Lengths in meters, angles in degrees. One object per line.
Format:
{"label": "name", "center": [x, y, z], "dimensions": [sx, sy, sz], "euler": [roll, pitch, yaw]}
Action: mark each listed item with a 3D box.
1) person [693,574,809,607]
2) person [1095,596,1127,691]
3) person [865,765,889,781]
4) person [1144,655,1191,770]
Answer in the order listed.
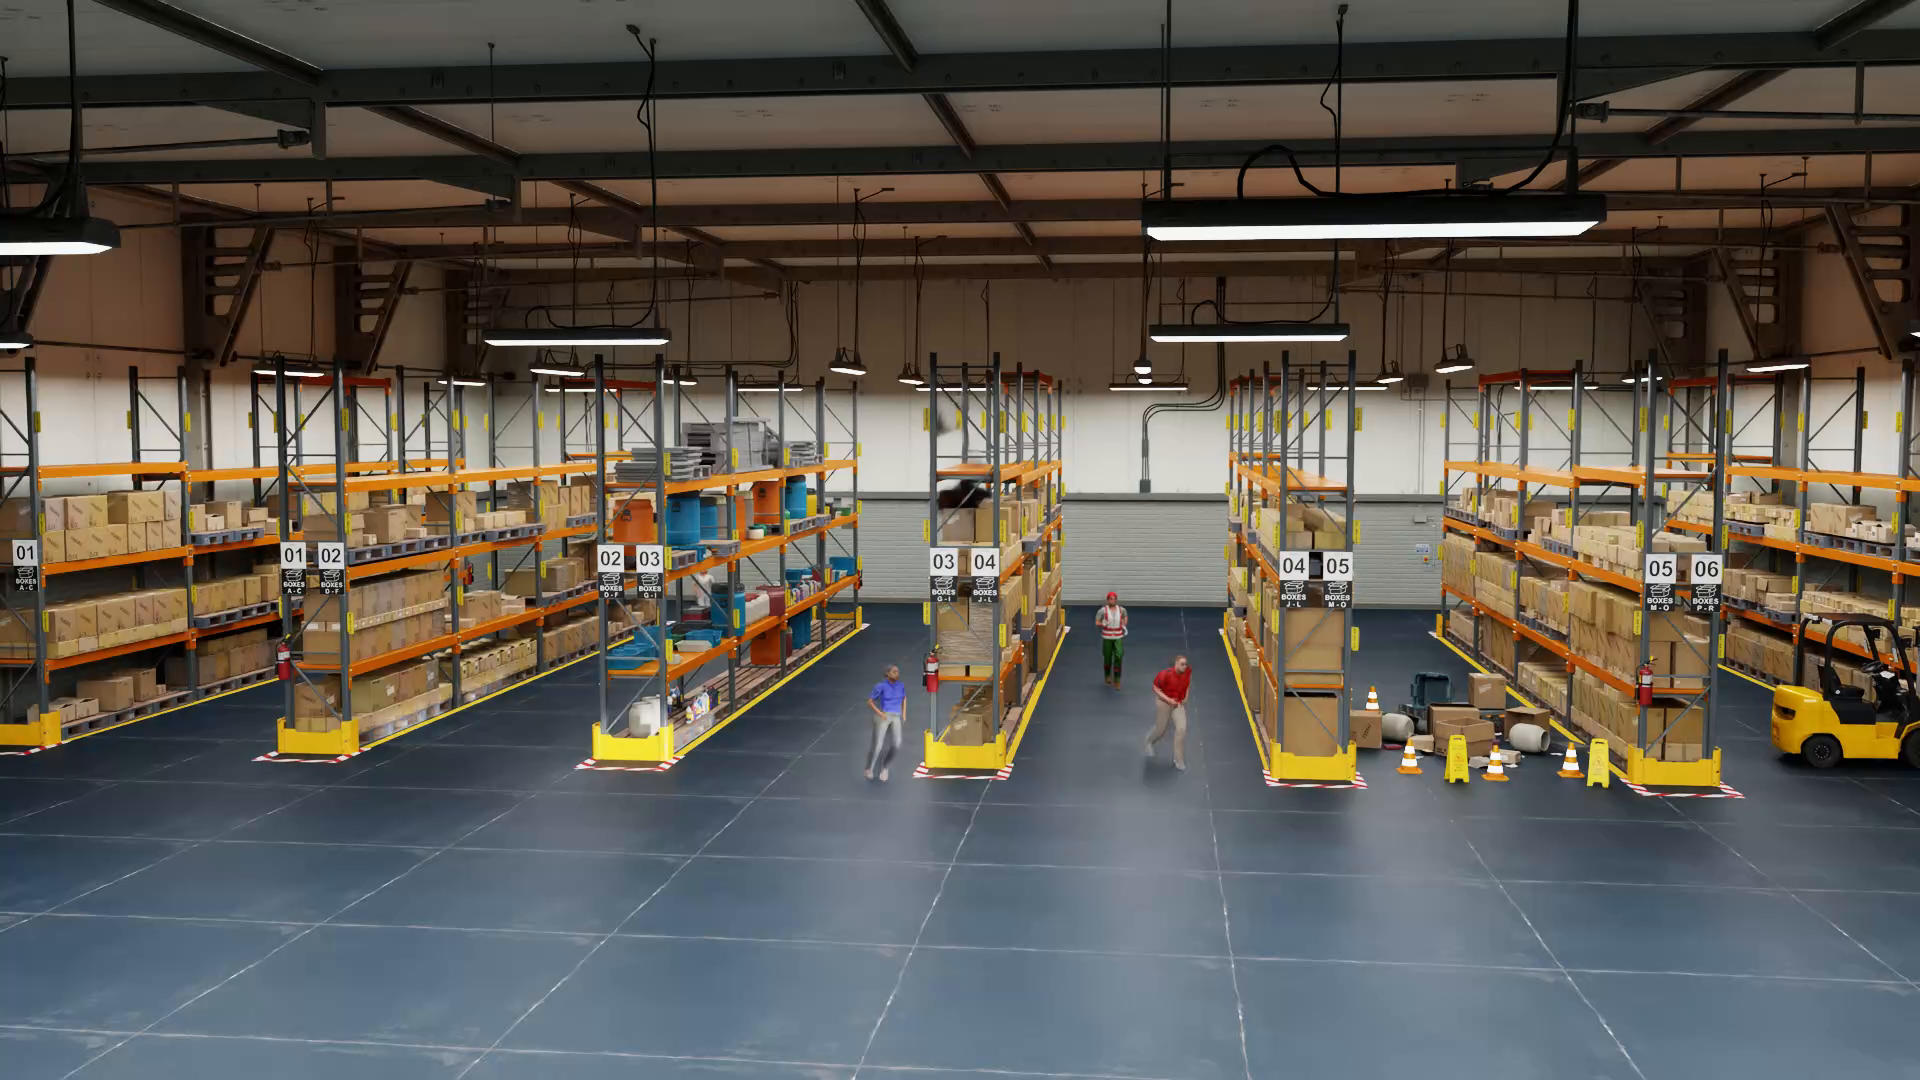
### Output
{"label": "person", "center": [-4.813, 1.554, 37.738], "dimensions": [2.966, 1.574, 5.161], "euler": [0, 4, -3]}
{"label": "person", "center": [2.858, 1.901, 31.296], "dimensions": [0.643, 1.782, 0.850], "euler": [0, 4, -2]}
{"label": "person", "center": [-1.165, 3.192, 23.391], "dimensions": [0.346, 0.342, 0.454], "euler": [-2, 4, -23]}
{"label": "person", "center": [3.038, 2.481, 24.420], "dimensions": [0.703, 1.694, 1.020], "euler": [-2, 5, -28]}
